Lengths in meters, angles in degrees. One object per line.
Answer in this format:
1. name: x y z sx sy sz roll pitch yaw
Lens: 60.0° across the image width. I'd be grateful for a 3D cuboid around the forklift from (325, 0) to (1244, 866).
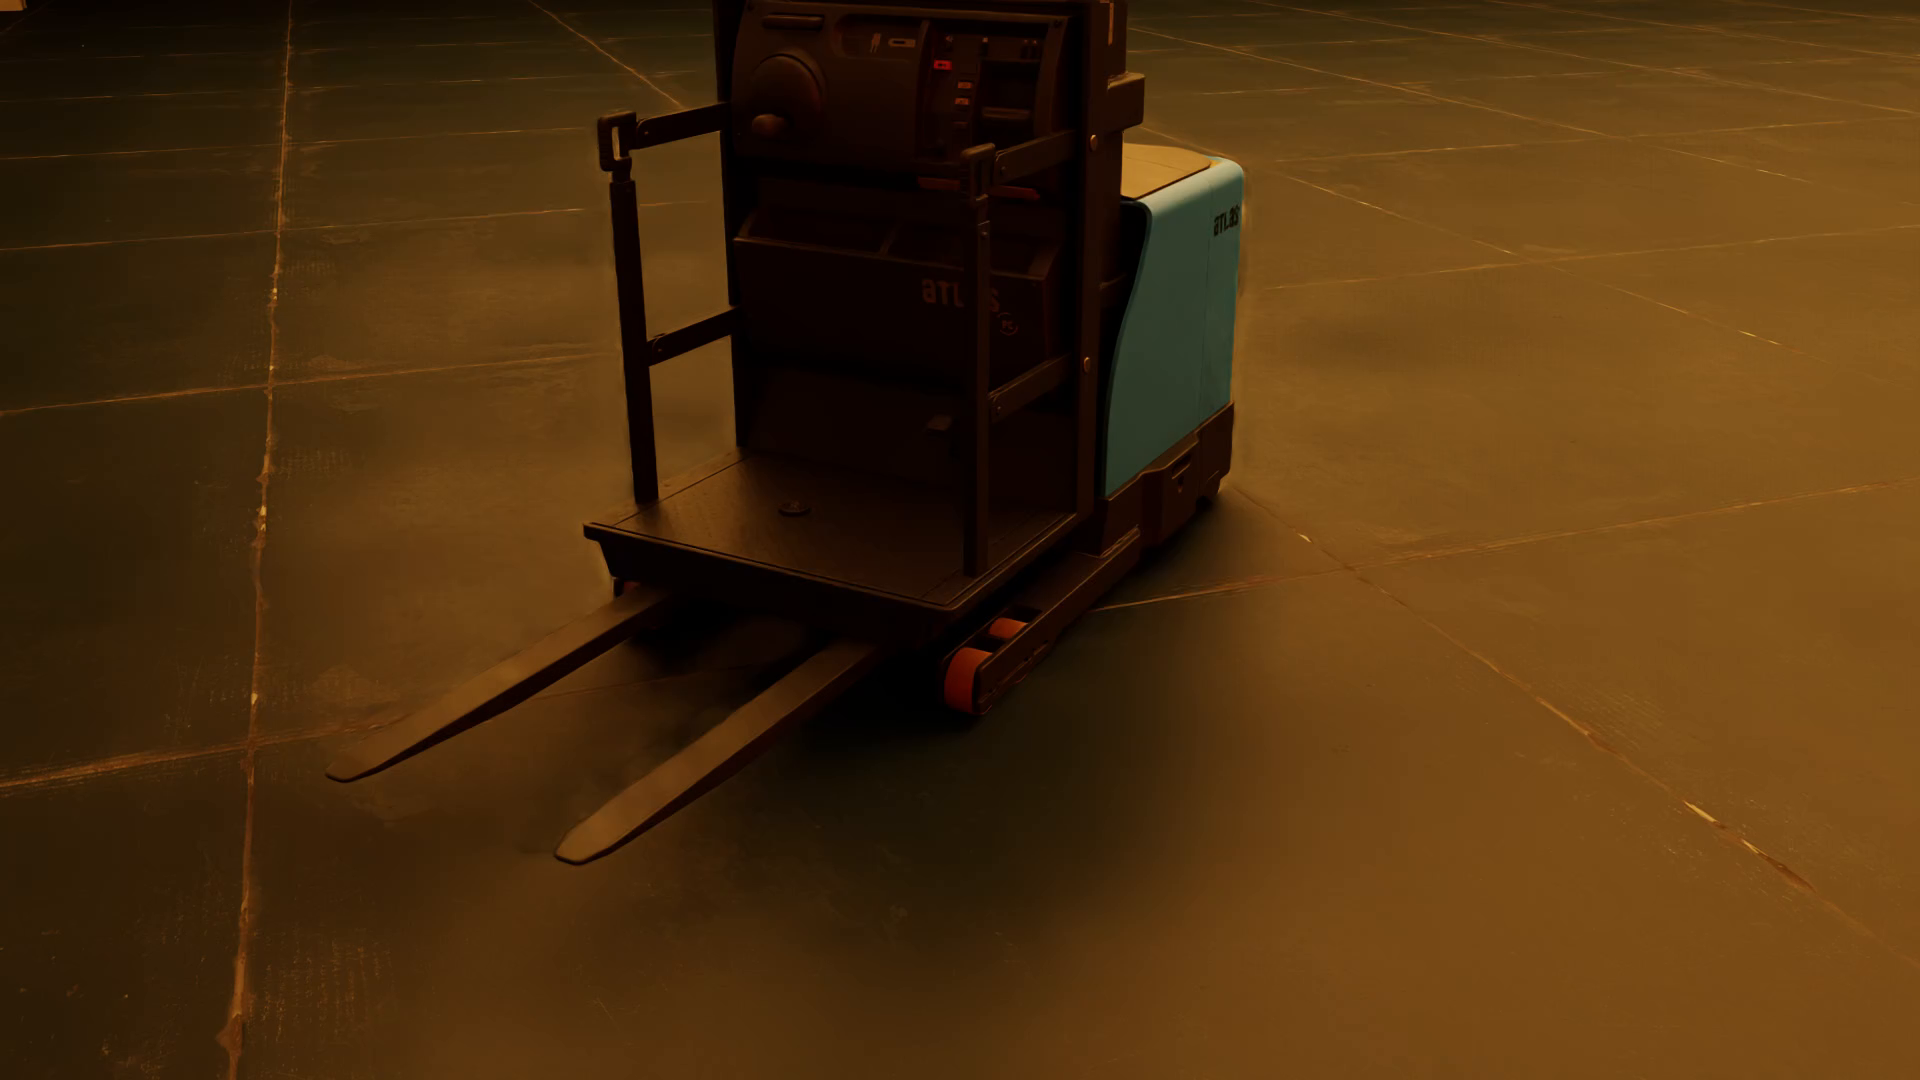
1. forklift: -0.269 -1.122 3.966 1.130 2.935 3.031 12 26 26
